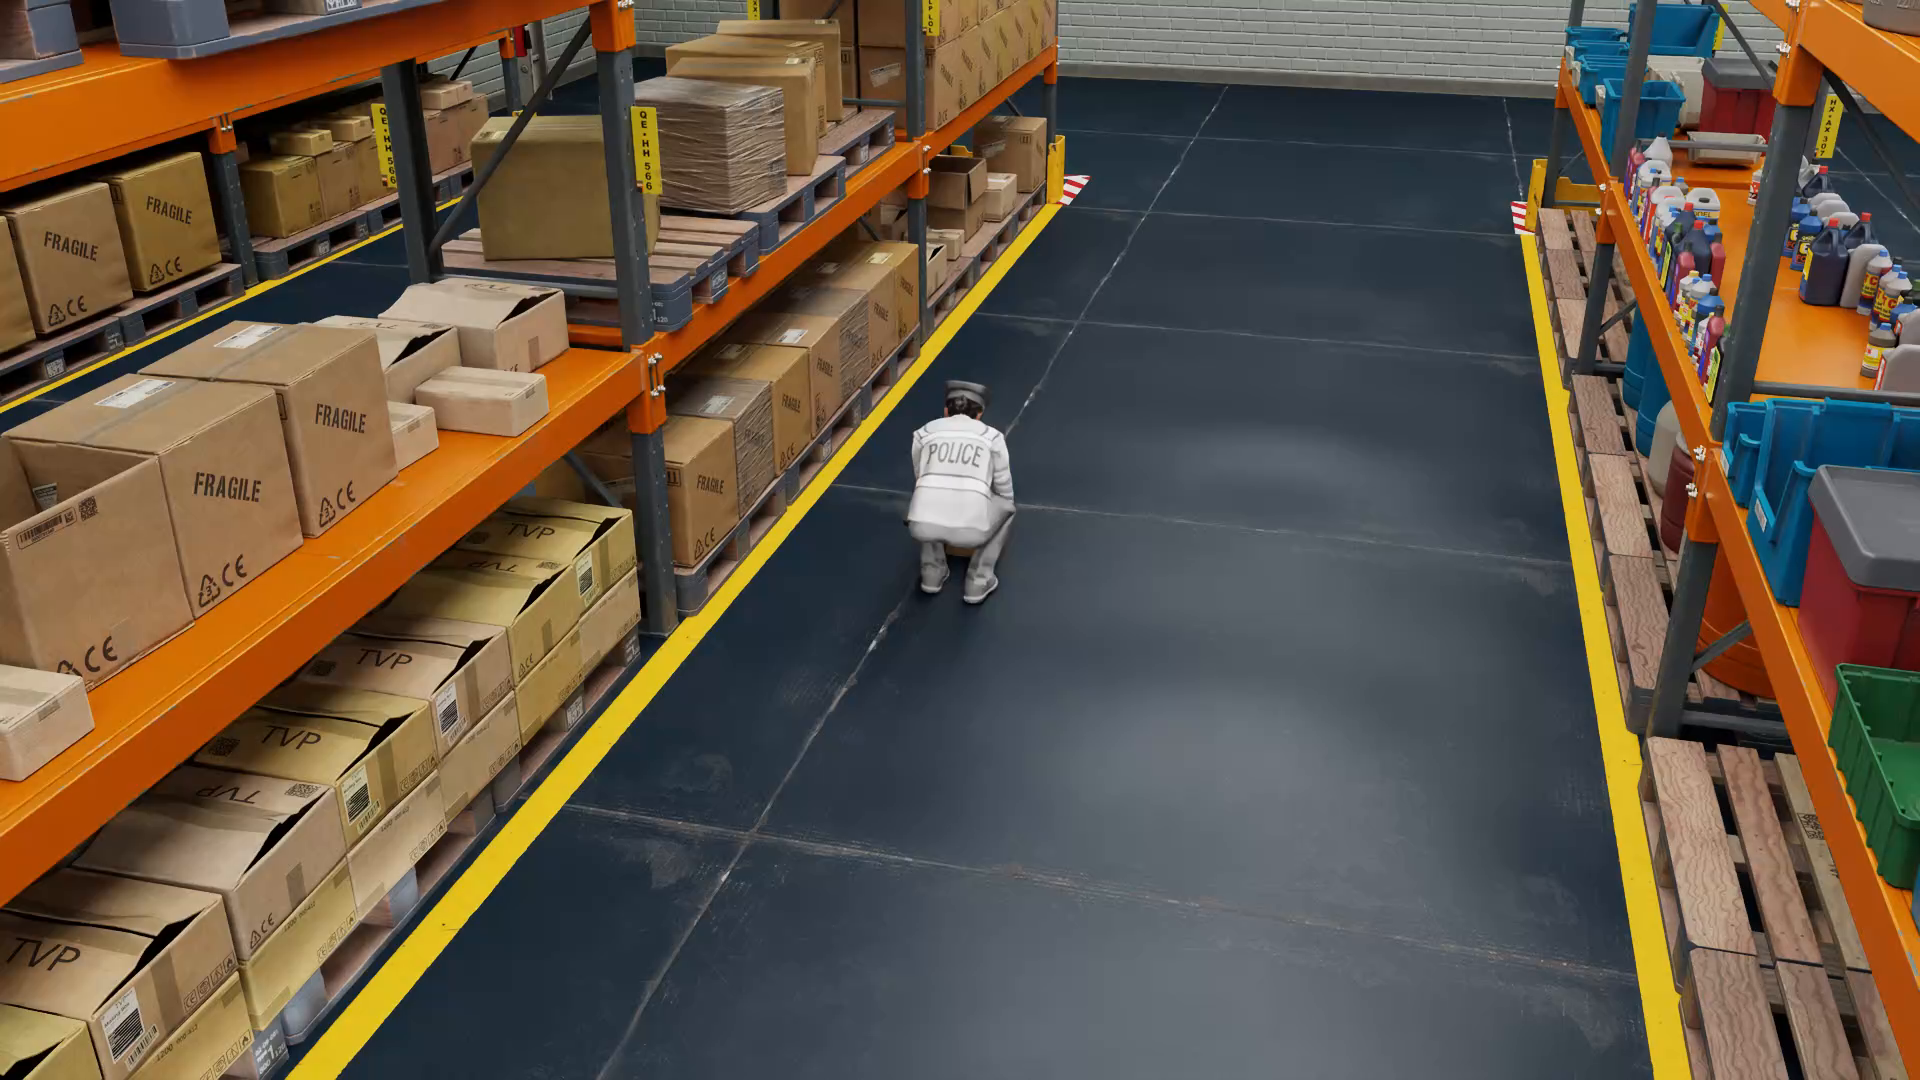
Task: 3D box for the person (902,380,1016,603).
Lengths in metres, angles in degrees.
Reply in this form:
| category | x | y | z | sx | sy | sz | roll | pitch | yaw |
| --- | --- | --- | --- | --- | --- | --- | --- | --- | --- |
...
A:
| category | x | y | z | sx | sy | sz | roll | pitch | yaw |
| --- | --- | --- | --- | --- | --- | --- | --- | --- | --- |
| person | -0.001 | -0.223 | 7.514 | 0.483 | 0.868 | 0.856 | 6 | 26 | 13 |
